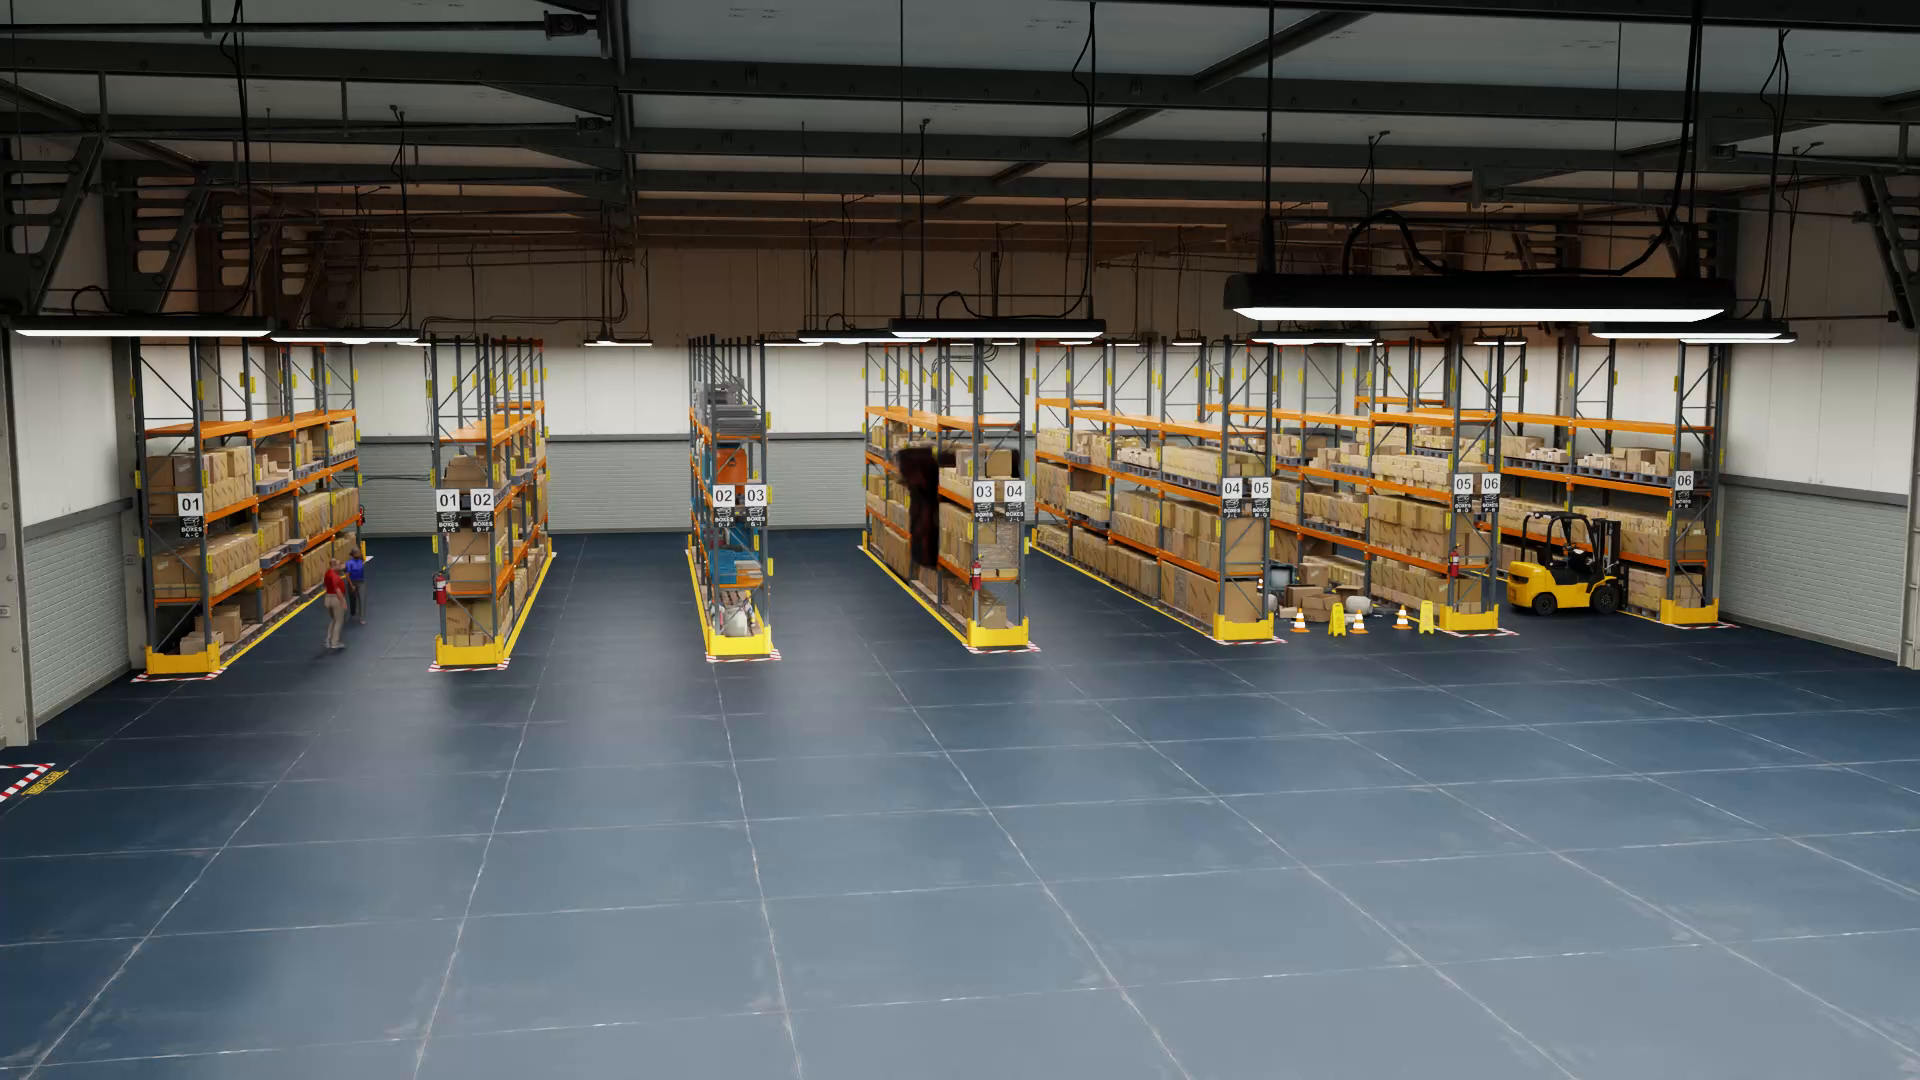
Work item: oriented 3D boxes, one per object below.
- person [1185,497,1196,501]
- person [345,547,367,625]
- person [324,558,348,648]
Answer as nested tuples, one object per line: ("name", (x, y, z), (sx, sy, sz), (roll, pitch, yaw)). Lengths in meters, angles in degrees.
("person", (7.500, -1.276, 53.373), (0.533, 1.789, 0.542), (-4, 8, -31))
("person", (-12.610, 0.950, 34.719), (0.394, 1.614, 0.979), (-3, 7, -22))
("person", (-11.950, 1.222, 31.867), (0.558, 1.761, 0.452), (3, 7, 26))
